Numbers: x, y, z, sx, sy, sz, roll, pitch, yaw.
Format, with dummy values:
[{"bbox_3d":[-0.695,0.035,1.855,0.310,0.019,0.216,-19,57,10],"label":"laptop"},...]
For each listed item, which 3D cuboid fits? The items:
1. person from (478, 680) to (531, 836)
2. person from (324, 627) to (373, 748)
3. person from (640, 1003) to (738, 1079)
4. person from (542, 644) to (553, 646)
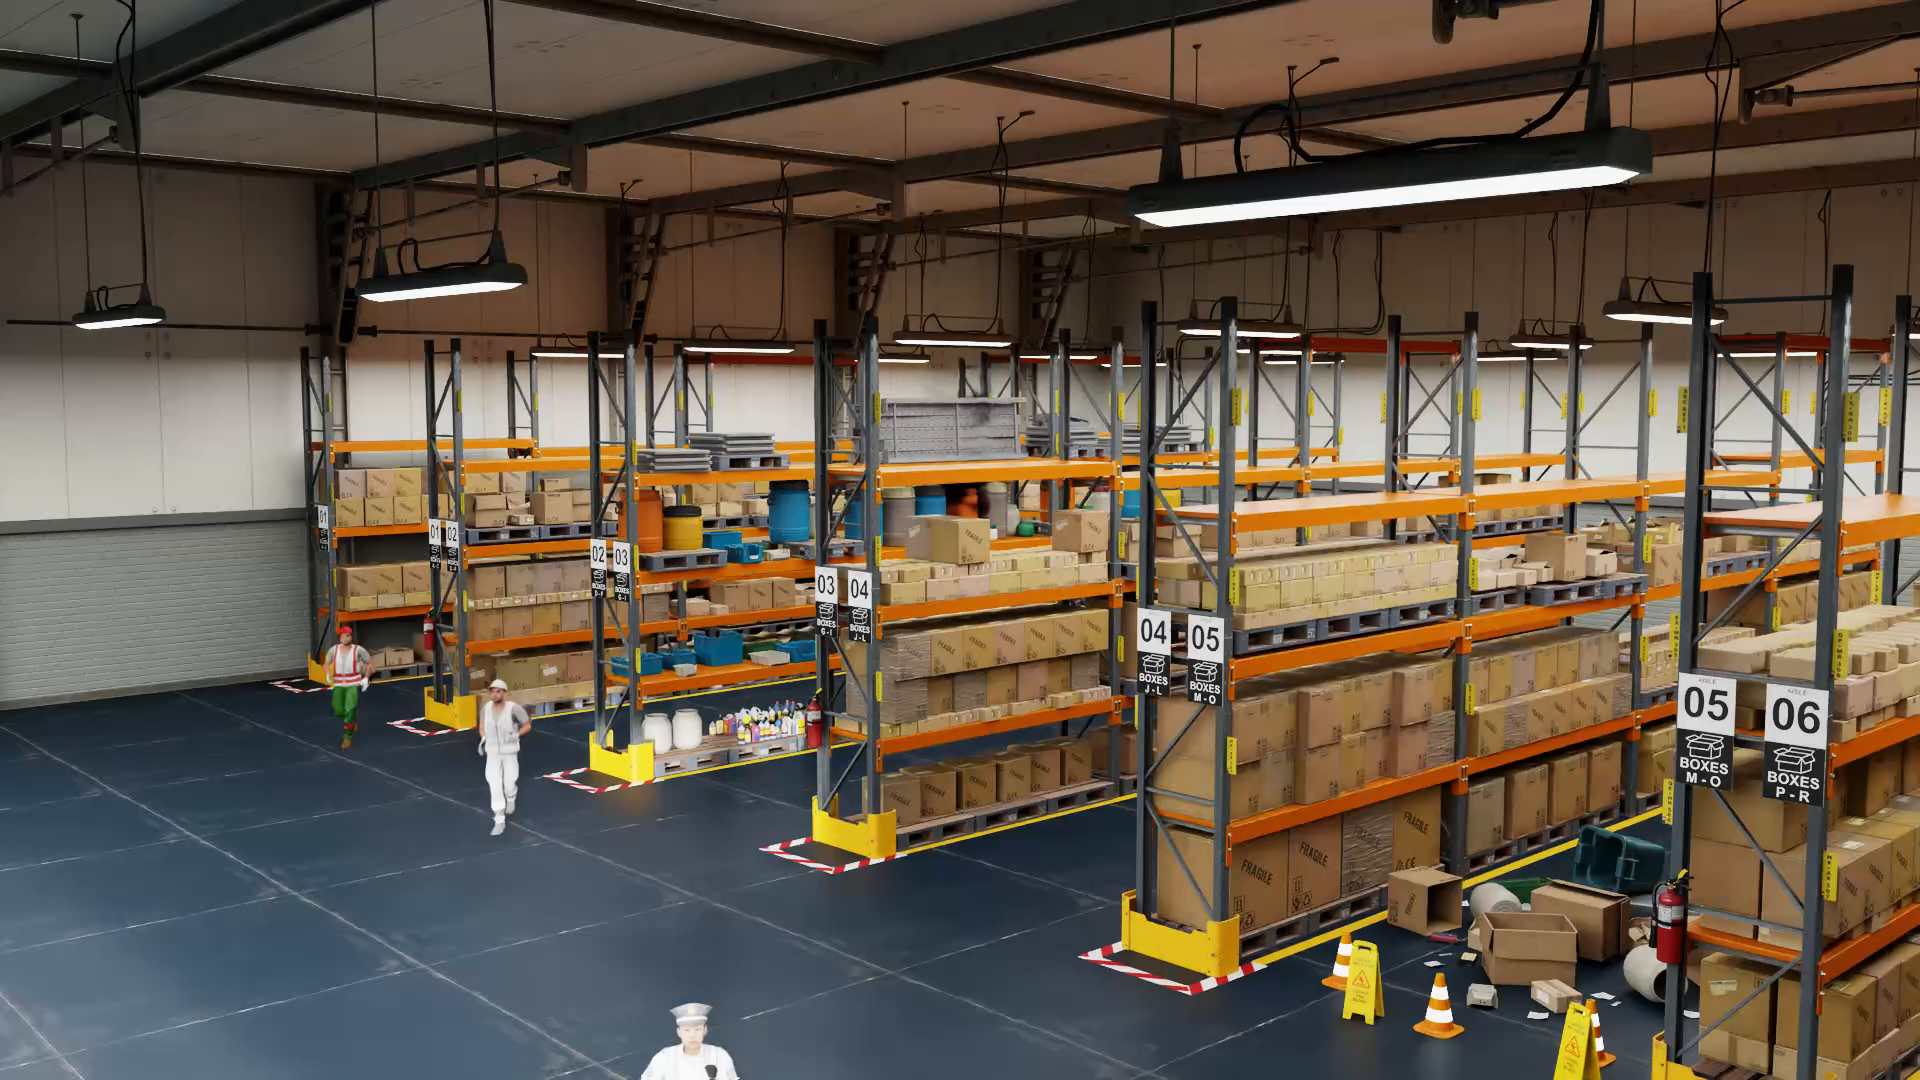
[{"bbox_3d":[-5.423,2.541,19.783,0.642,1.789,0.885,0,5,-2],"label":"person"},{"bbox_3d":[-9.030,2.146,24.529,0.697,1.760,0.665,0,5,-4],"label":"person"},{"bbox_3d":[-1.557,3.494,9.645,0.608,1.656,0.540,-1,5,-12],"label":"person"},{"bbox_3d":[-7.194,1.870,29.210,0.507,1.460,0.512,4,7,41],"label":"person"}]
